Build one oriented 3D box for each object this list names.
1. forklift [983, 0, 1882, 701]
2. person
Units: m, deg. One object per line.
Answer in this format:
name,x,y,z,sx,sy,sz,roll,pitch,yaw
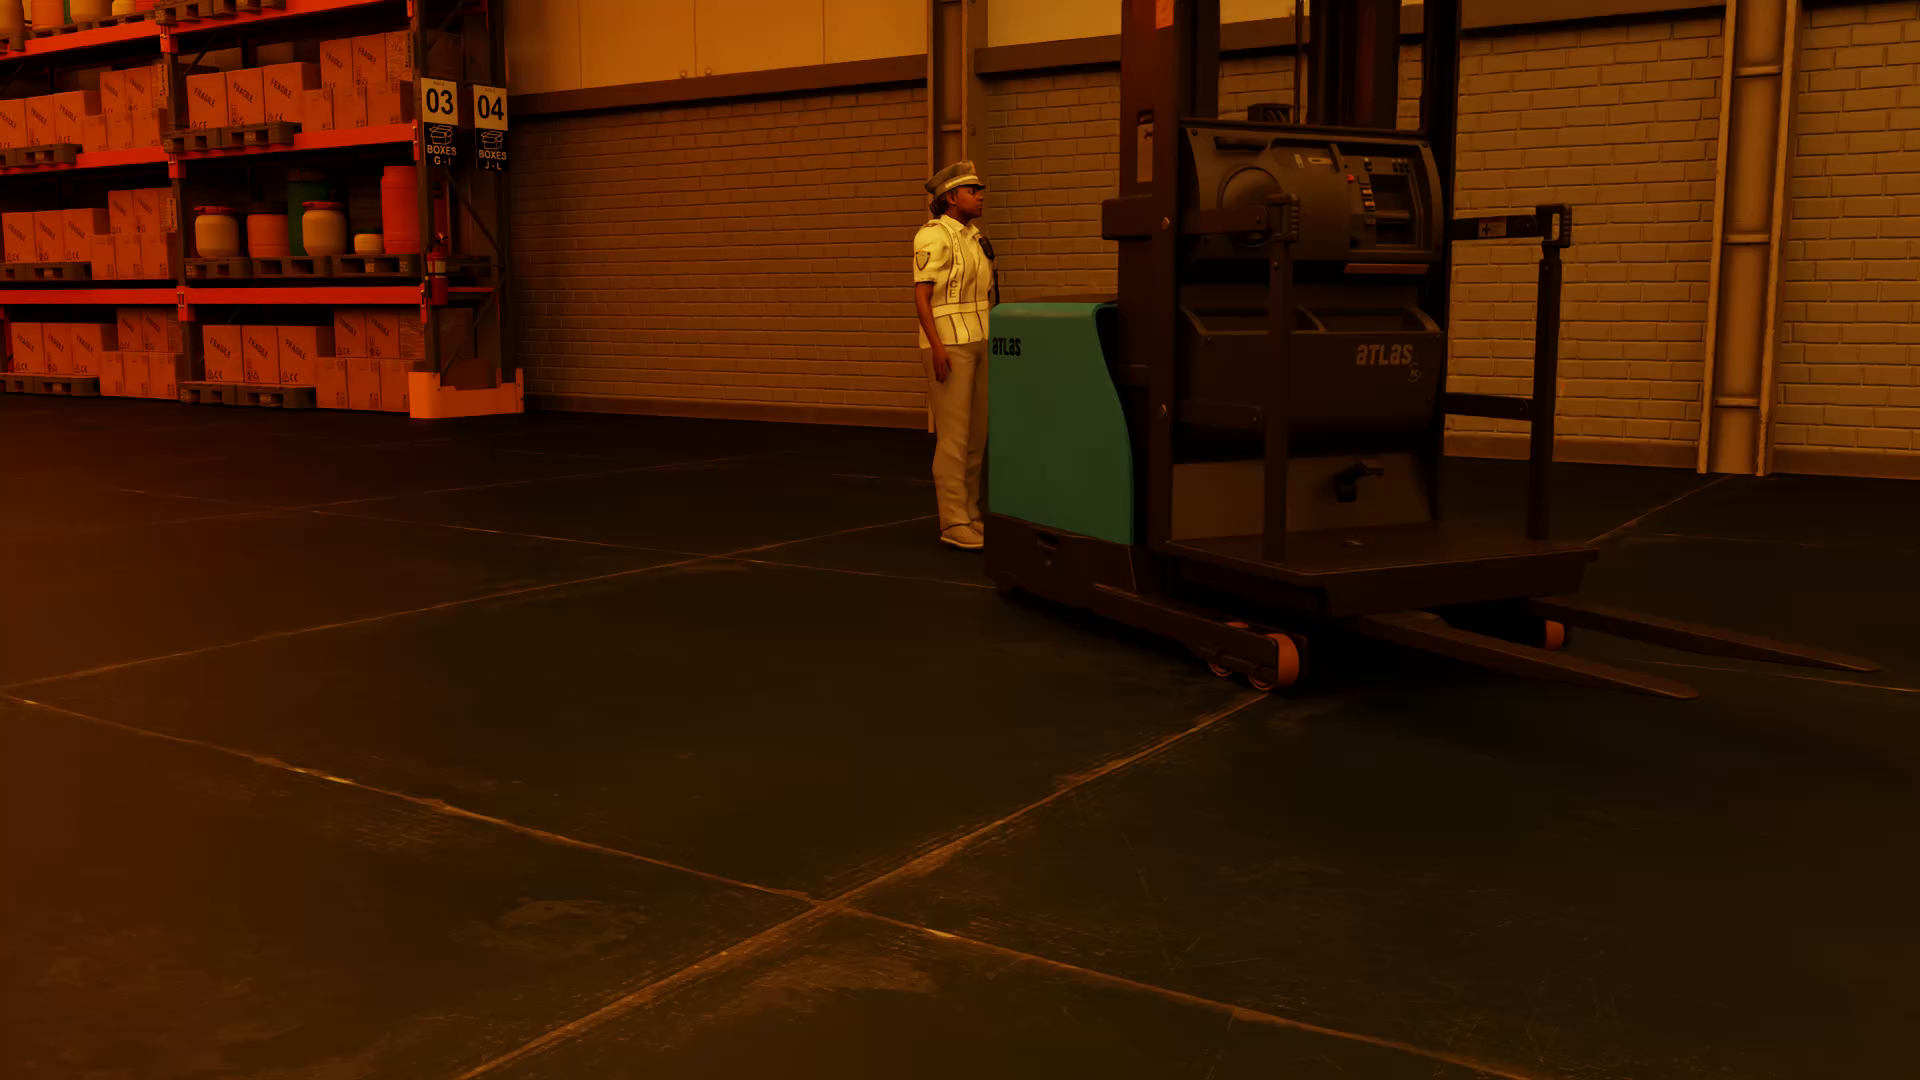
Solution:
forklift,1.195,-1.099,4.922,1.130,2.935,3.031,-4,9,-26
person,0.052,-0.838,7.426,0.528,1.697,0.570,5,10,34
